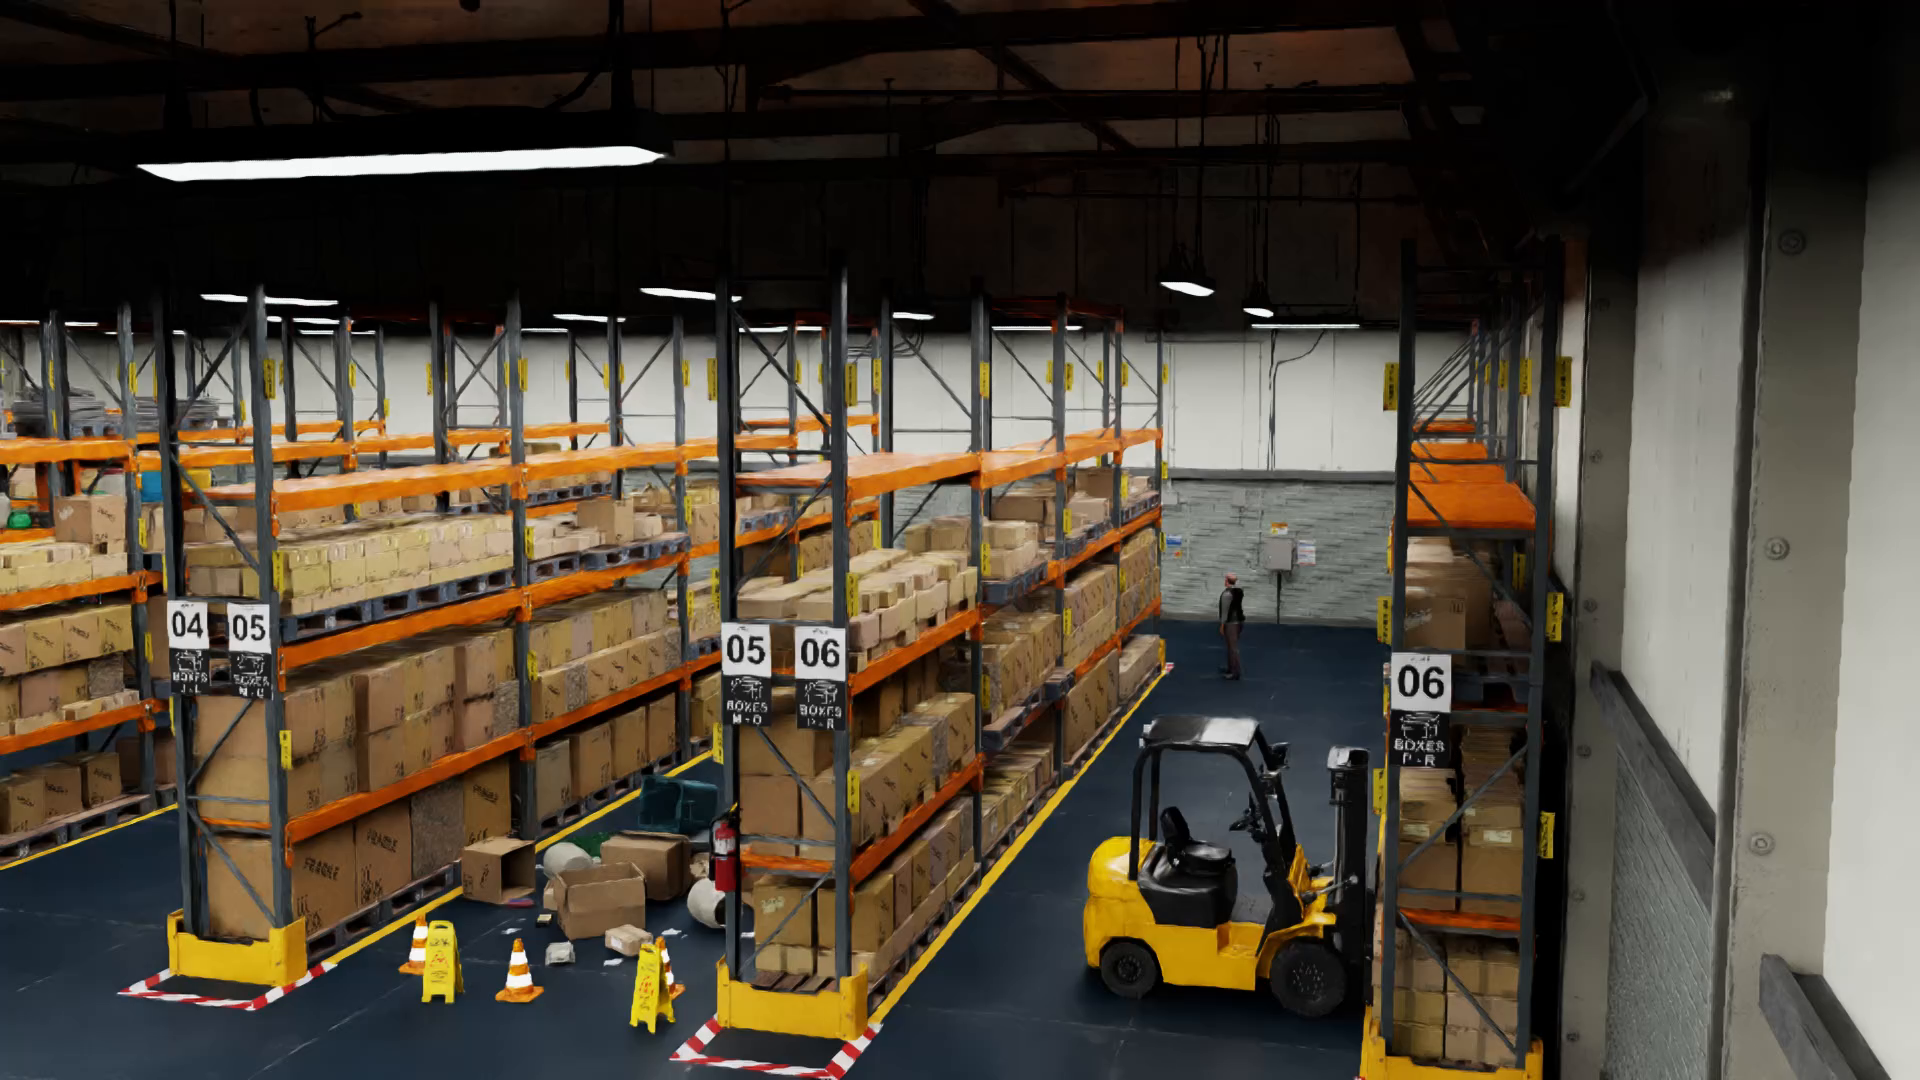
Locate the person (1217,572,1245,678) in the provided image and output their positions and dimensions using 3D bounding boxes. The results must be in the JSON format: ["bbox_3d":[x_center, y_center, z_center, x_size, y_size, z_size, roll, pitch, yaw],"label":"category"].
[{"bbox_3d":[4.463,1.387,27.504,0.551,1.720,0.607,4,7,34],"label":"person"}]
